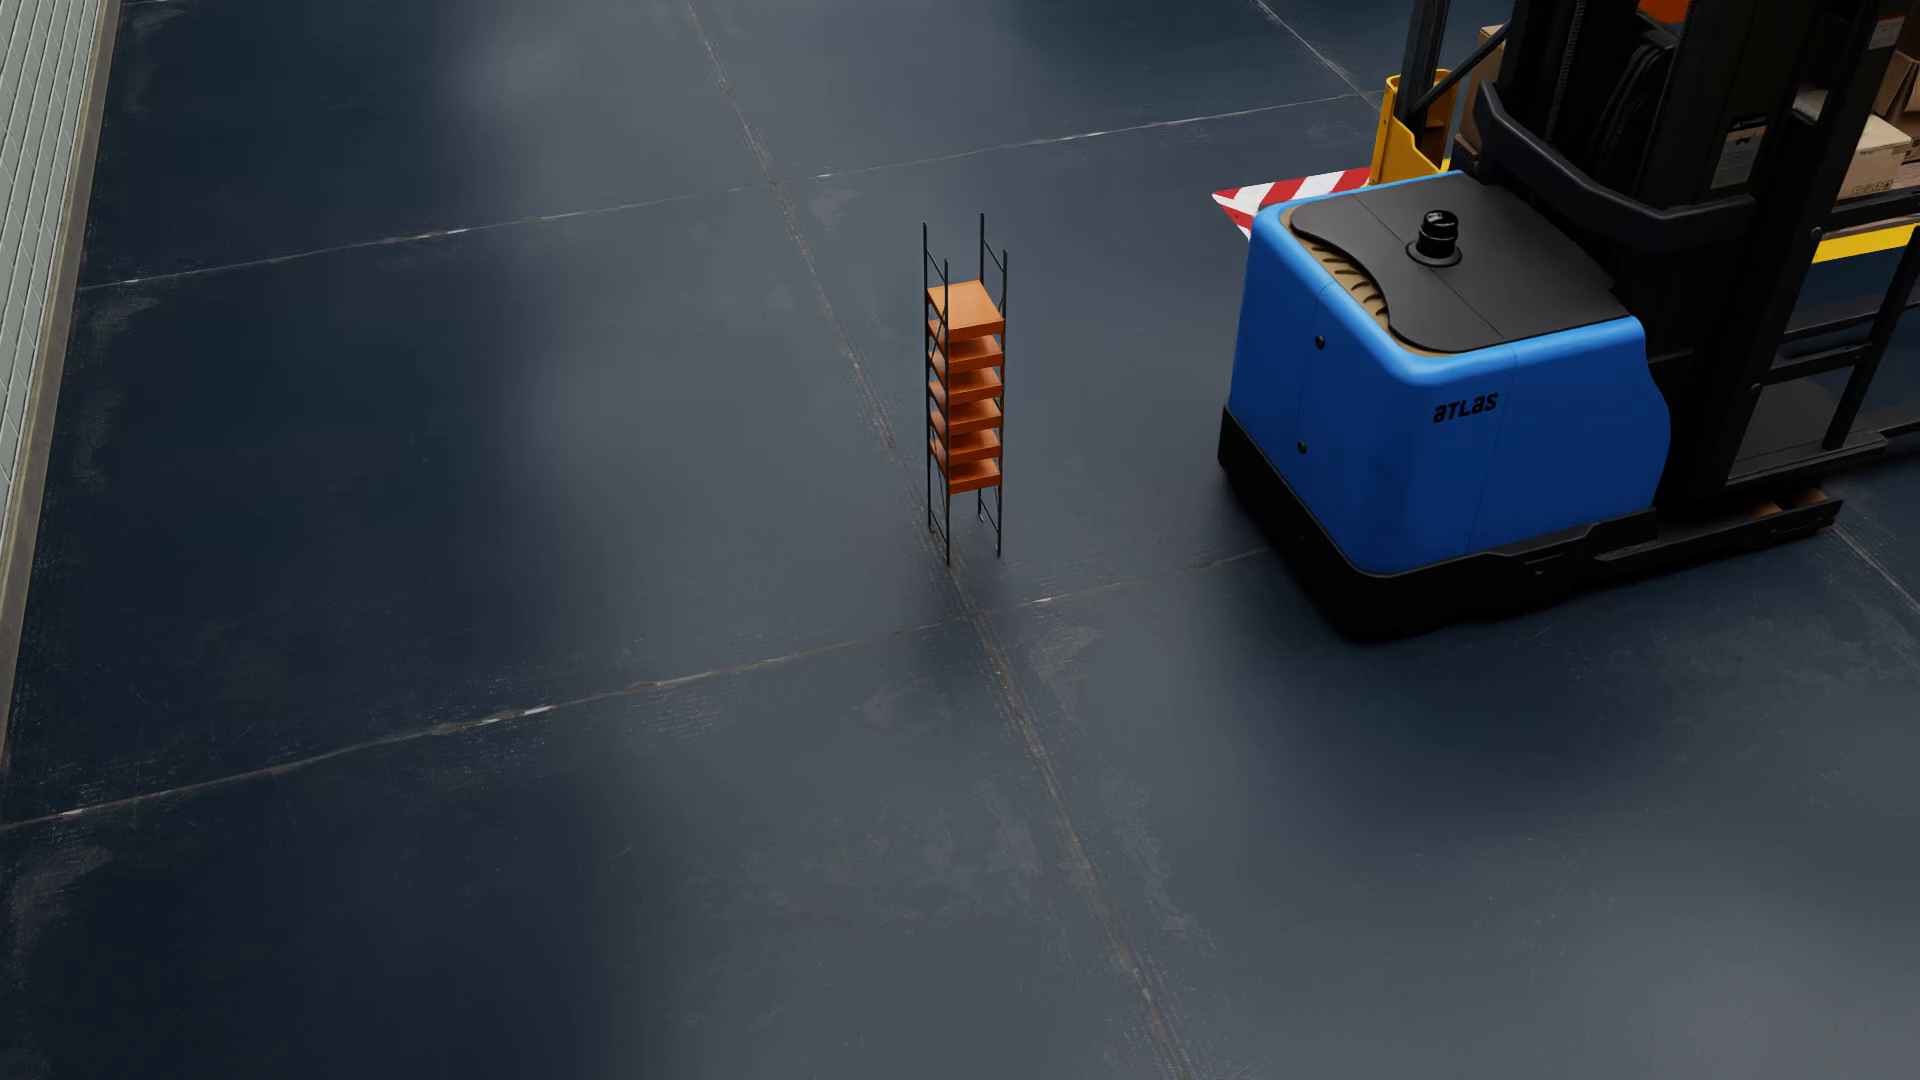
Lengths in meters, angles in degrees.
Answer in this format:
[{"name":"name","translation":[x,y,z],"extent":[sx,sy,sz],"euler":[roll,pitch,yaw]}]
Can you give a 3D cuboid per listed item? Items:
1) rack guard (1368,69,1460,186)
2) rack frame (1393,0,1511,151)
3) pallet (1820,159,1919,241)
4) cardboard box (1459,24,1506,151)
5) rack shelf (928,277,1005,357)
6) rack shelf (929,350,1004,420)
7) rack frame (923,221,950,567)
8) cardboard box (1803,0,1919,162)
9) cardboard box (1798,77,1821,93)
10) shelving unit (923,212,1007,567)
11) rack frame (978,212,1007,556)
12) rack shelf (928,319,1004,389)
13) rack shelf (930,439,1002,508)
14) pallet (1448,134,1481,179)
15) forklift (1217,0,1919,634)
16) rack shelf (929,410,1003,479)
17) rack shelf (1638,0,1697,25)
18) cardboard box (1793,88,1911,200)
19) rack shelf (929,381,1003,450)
[{"name":"rack guard","translation":[2.193,-1.512,7.101],"extent":[0.348,0.500,1.175],"euler":[-12,42,-13]},{"name":"rack frame","translation":[2.120,-2.438,6.261],"extent":[0.127,3.000,1.000],"euler":[-12,42,-13]},{"name":"pallet","translation":[4.114,-1.800,7.650],"extent":[1.213,0.211,1.003],"euler":[-12,42,-13]},{"name":"cardboard box","translation":[2.565,-1.925,7.239],"extent":[0.500,0.500,0.500],"euler":[-12,42,-13]},{"name":"rack shelf","translation":[0.014,-0.692,5.151],"extent":[0.180,0.103,0.258],"euler":[-12,42,-13]},{"name":"rack shelf","translation":[0.014,-0.512,5.309],"extent":[0.180,0.103,0.258],"euler":[-12,42,-13]},{"name":"rack frame","translation":[-0.073,-0.437,5.338],"extent":[0.006,1.200,0.240],"euler":[-12,42,-13]},{"name":"cardboard box","translation":[4.145,-2.080,7.414],"extent":[0.637,0.503,0.797],"euler":[-12,42,-13]},{"name":"cardboard box","translation":[3.480,-2.000,7.514],"extent":[0.500,0.250,0.500],"euler":[-12,42,-13]},{"name":"shelving unit","translation":[0.014,-0.455,5.359],"extent":[0.189,1.200,0.258],"euler":[-12,42,-13]},{"name":"rack frame","translation":[0.101,-0.473,5.379],"extent":[0.006,1.200,0.240],"euler":[-12,42,-13]},{"name":"rack shelf","translation":[0.014,-0.602,5.230],"extent":[0.180,0.103,0.258],"euler":[-12,42,-13]},{"name":"rack shelf","translation":[0.014,-0.241,5.546],"extent":[0.180,0.103,0.258],"euler":[-12,42,-13]},{"name":"pallet","translation":[2.953,-1.561,7.377],"extent":[1.213,0.211,1.003],"euler":[-12,42,-13]},{"name":"forklift","translation":[2.498,-1.391,5.115],"extent":[3.031,2.935,1.130],"euler":[-13,43,-15]},{"name":"rack shelf","translation":[0.014,-0.331,5.467],"extent":[0.180,0.103,0.258],"euler":[-12,42,-13]},{"name":"rack shelf","translation":[4.028,-2.563,6.950],"extent":[4.000,0.370,1.077],"euler":[-12,42,-13]},{"name":"cardboard box","translation":[3.678,-1.696,7.167],"extent":[0.500,0.250,0.500],"euler":[-12,42,-13]},{"name":"rack shelf","translation":[0.014,-0.421,5.388],"extent":[0.180,0.103,0.258],"euler":[-12,42,-13]}]
